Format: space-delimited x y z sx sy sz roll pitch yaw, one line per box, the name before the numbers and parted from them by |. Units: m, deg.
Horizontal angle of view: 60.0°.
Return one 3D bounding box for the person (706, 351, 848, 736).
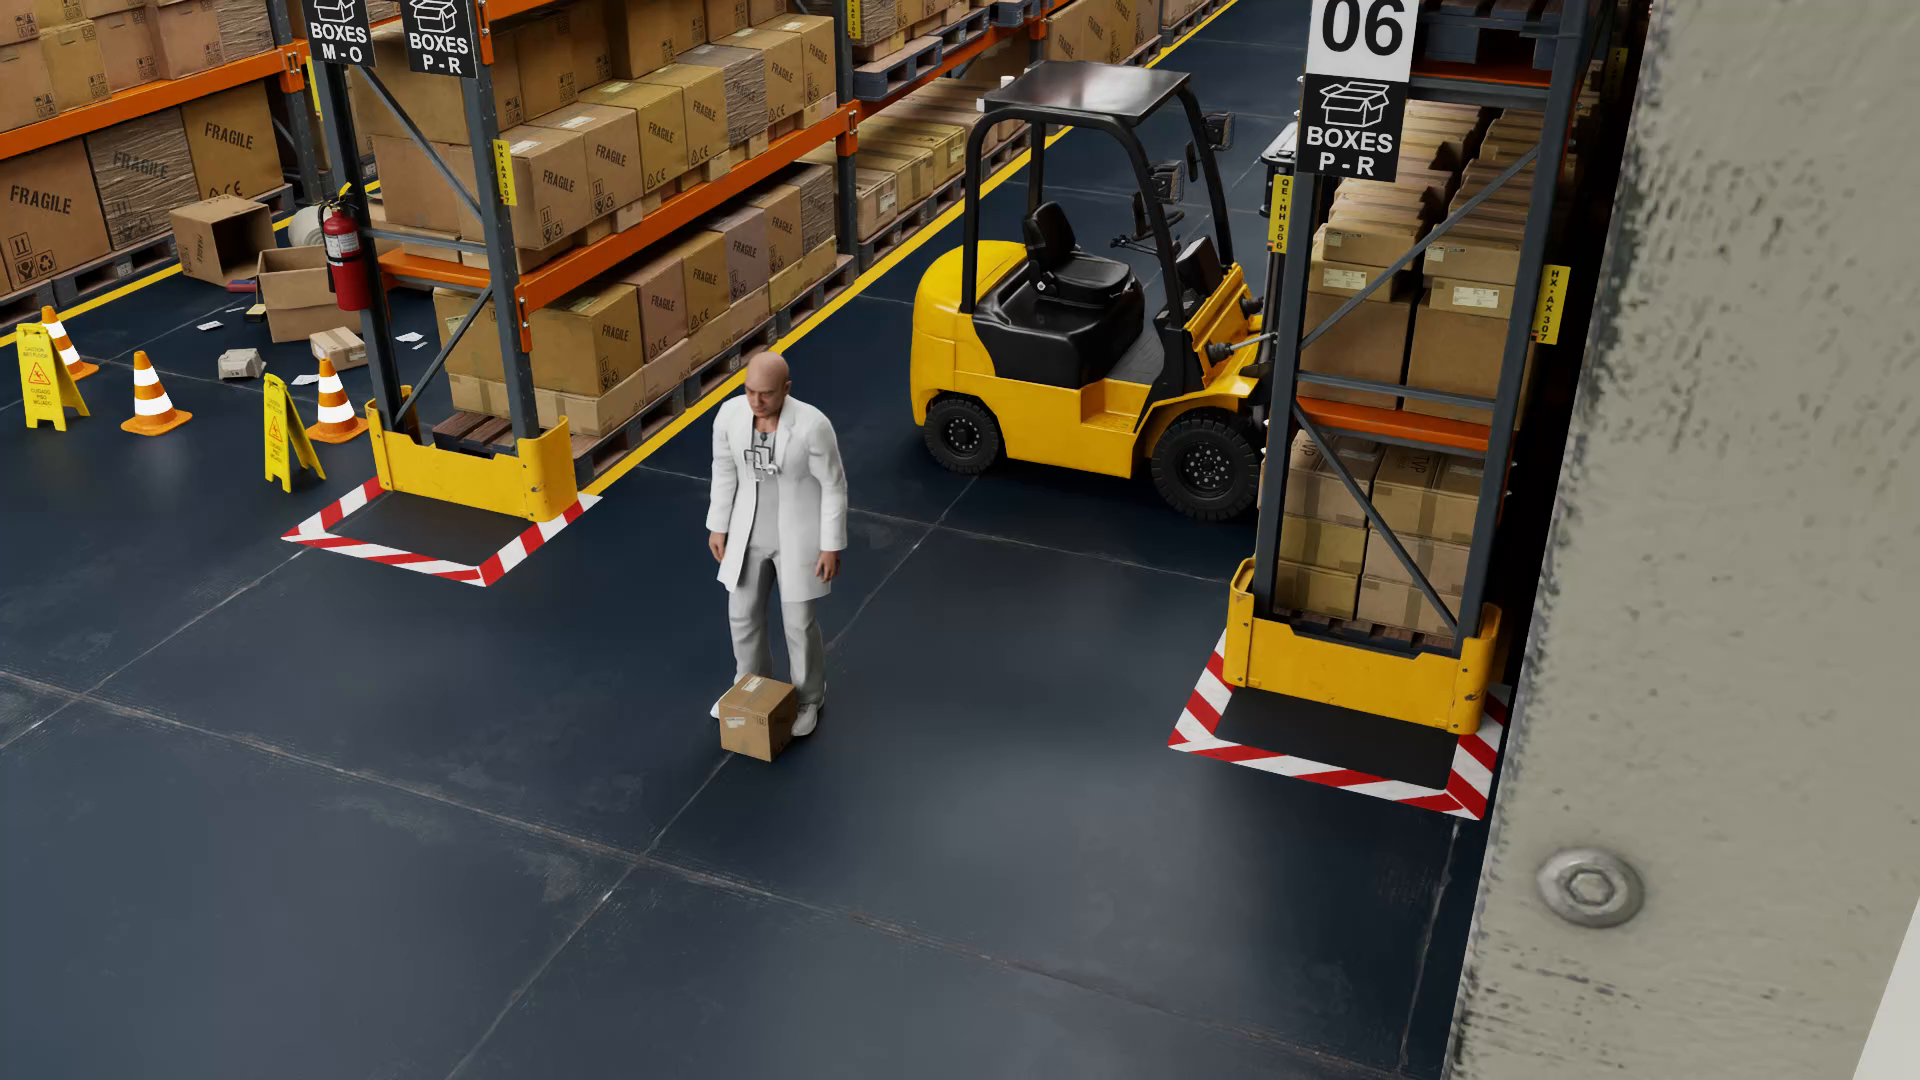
person | -0.789 0.001 7.143 0.645 1.772 0.429 9 31 16
